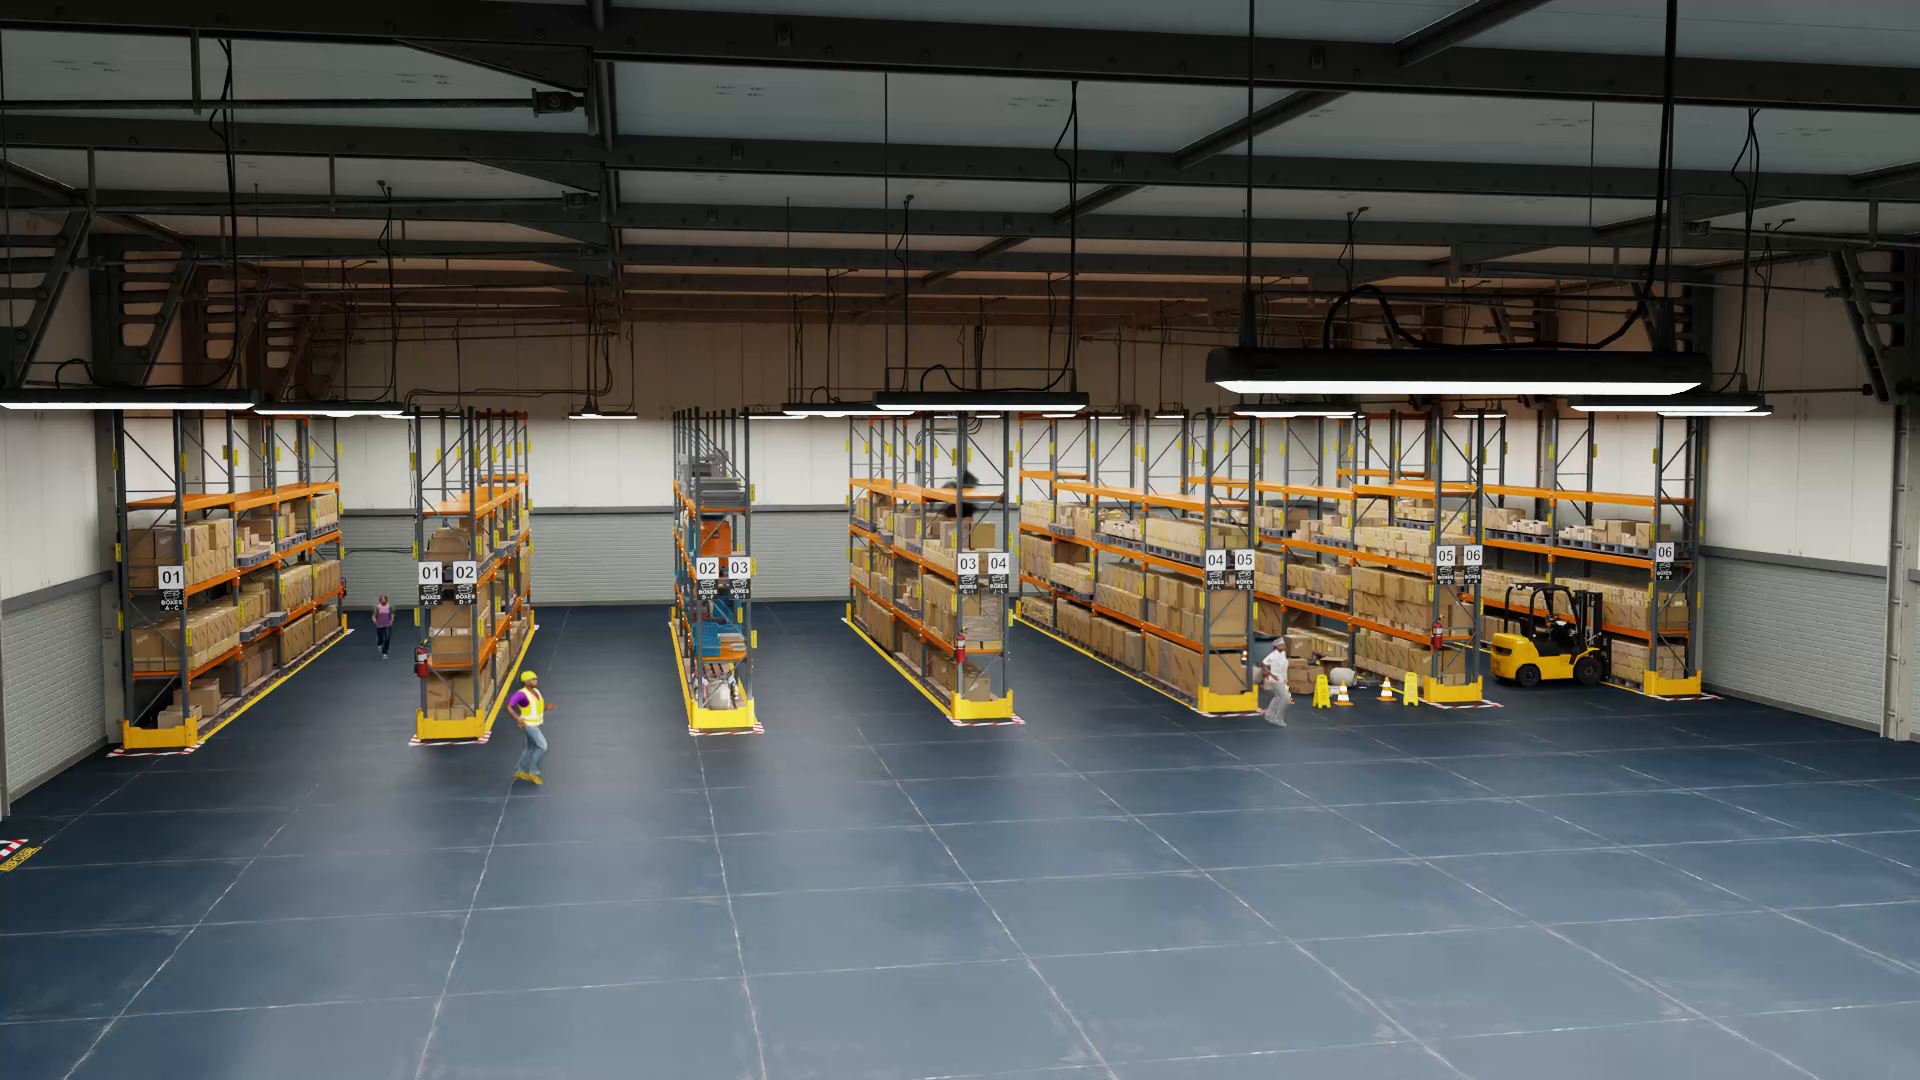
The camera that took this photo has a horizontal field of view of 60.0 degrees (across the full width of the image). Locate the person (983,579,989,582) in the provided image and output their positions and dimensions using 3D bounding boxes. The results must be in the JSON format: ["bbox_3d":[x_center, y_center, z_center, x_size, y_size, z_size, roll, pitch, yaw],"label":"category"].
[{"bbox_3d":[0.695,1.554,46.966,0.609,1.657,0.959,0,4,-6],"label":"person"}]

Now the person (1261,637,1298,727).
[{"bbox_3d":[5.983,2.676,31.240,0.704,1.735,0.580,3,5,35],"label":"person"}]

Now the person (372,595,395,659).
[{"bbox_3d":[-13.972,2.091,40.315,0.522,1.554,0.555,-2,4,-25],"label":"person"}]

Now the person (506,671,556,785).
[{"bbox_3d":[-6.762,2.976,26.318,0.702,1.816,0.674,1,4,8],"label":"person"}]
